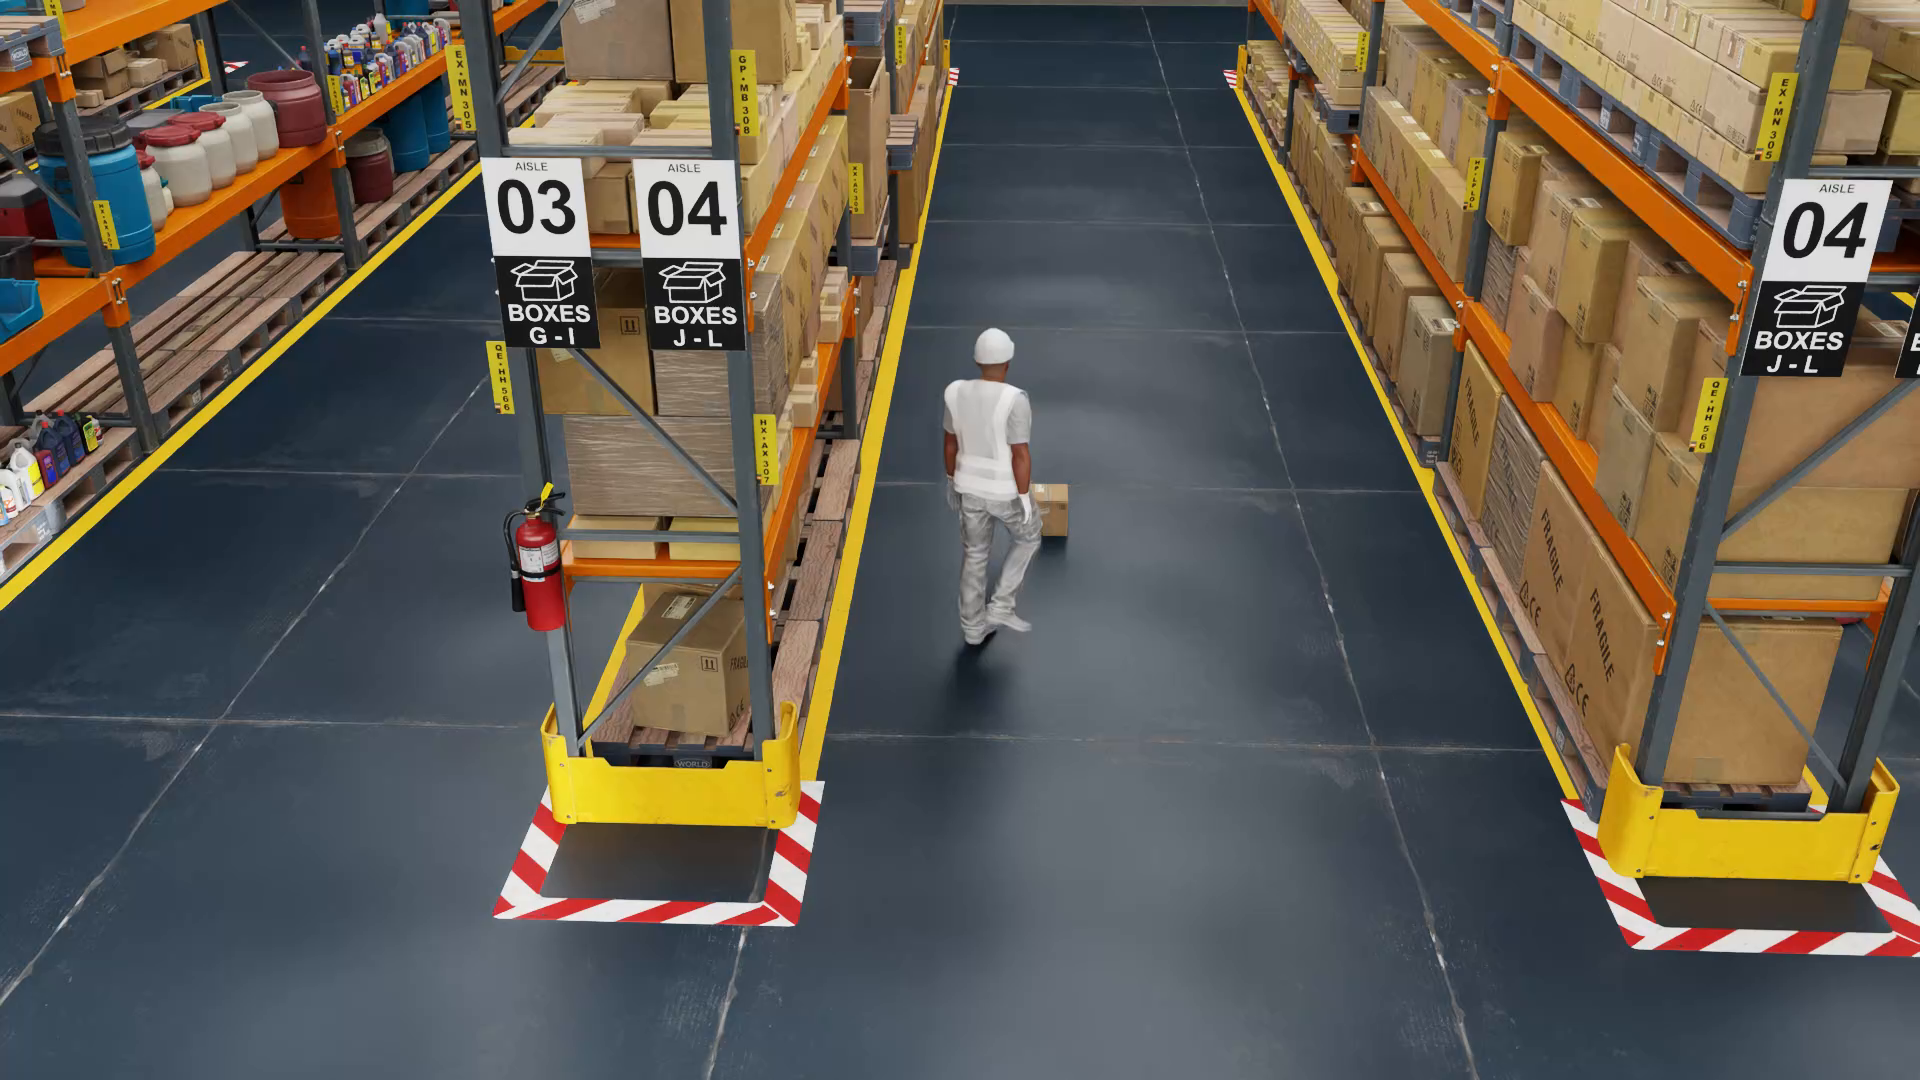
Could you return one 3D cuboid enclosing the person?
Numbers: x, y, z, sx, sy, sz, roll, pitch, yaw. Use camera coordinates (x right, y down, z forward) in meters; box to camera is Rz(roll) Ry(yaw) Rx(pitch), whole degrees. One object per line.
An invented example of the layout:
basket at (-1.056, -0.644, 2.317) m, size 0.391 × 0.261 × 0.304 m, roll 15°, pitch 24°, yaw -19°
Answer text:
person at (0.173, -0.287, 9.111) m, size 0.597 × 1.767 × 0.462 m, roll 15°, pitch 31°, yaw 26°
